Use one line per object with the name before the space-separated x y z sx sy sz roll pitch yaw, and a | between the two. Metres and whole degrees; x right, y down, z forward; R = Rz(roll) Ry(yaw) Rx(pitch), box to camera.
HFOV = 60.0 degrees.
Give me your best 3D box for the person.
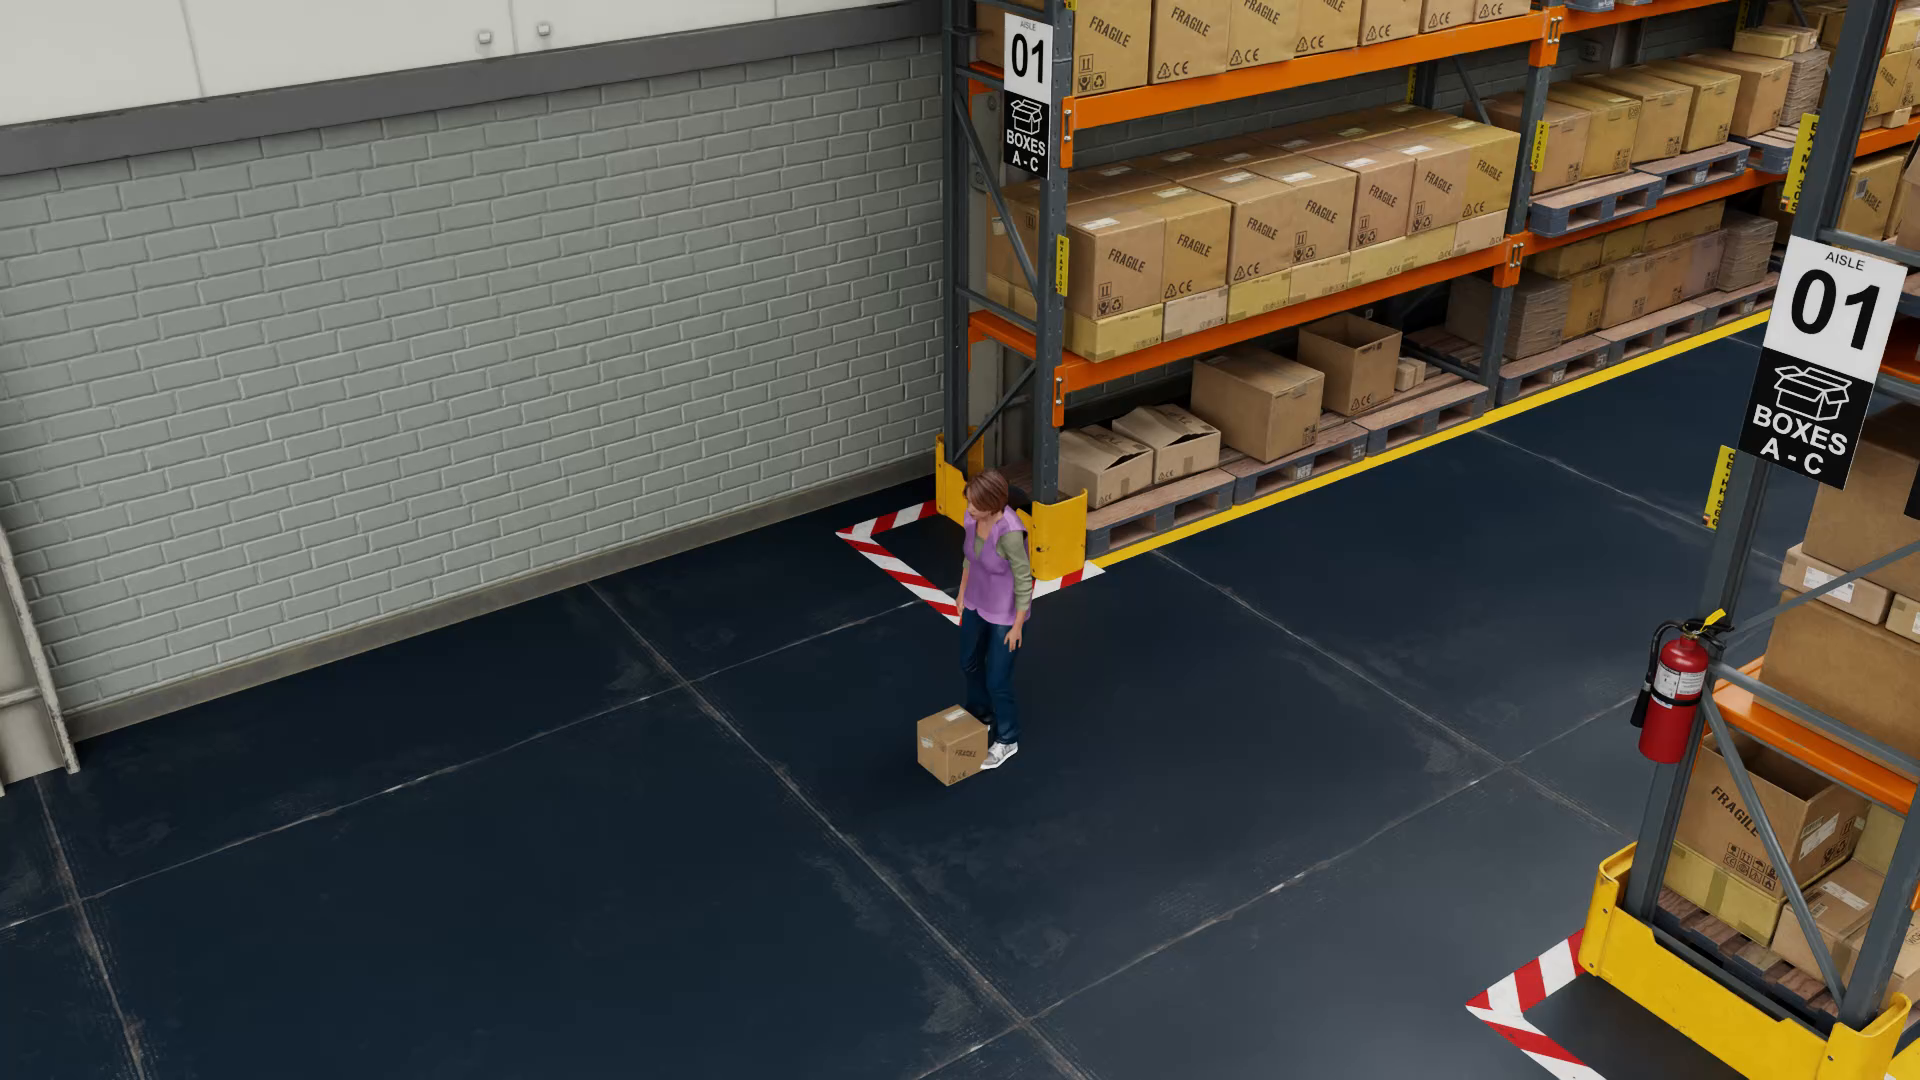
person | 0.152 0.353 8.001 0.346 1.591 0.474 -21 35 -33
